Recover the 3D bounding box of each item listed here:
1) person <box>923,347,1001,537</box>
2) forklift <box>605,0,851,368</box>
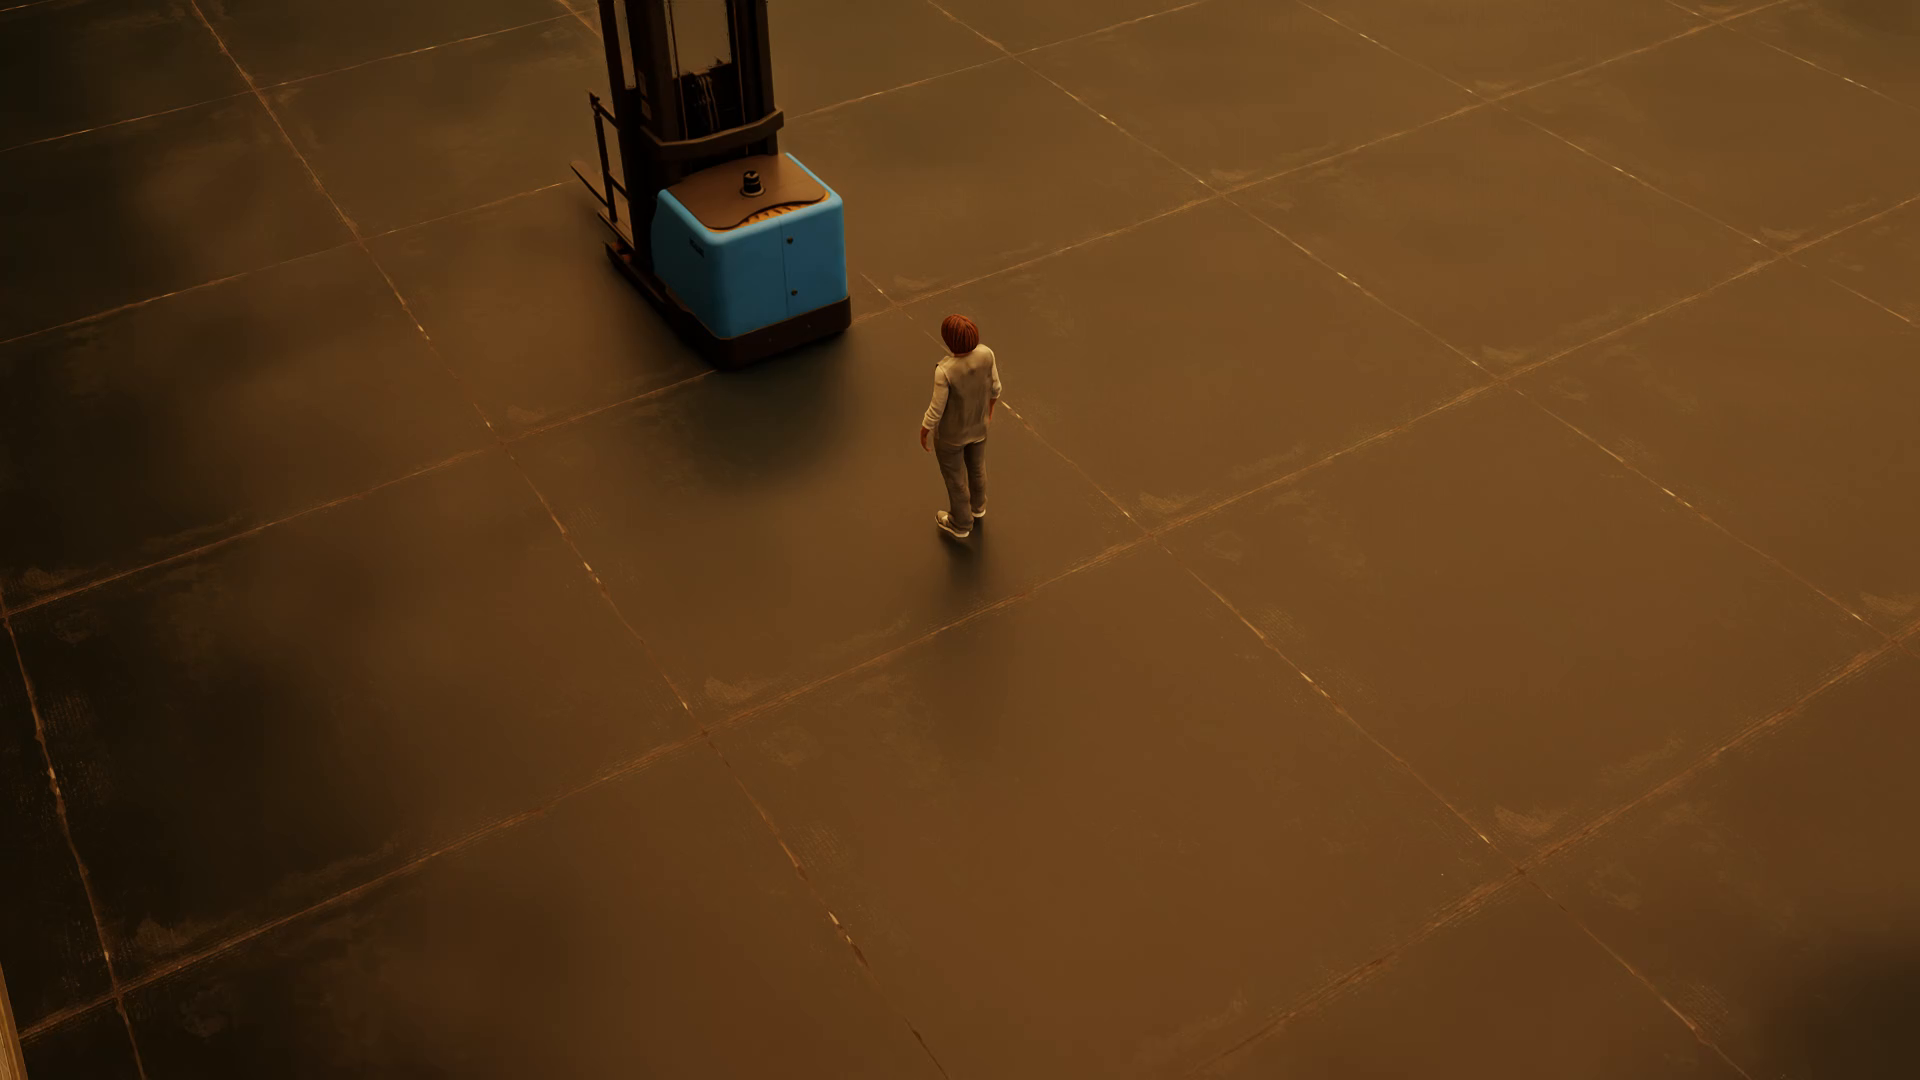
[{"bbox_3d":[-0.032,-0.598,9.676,0.520,1.362,0.459,-23,46,-24],"label":"person"},{"bbox_3d":[-1.989,-3.215,11.550,1.130,2.935,3.031,-23,46,-24],"label":"forklift"}]
